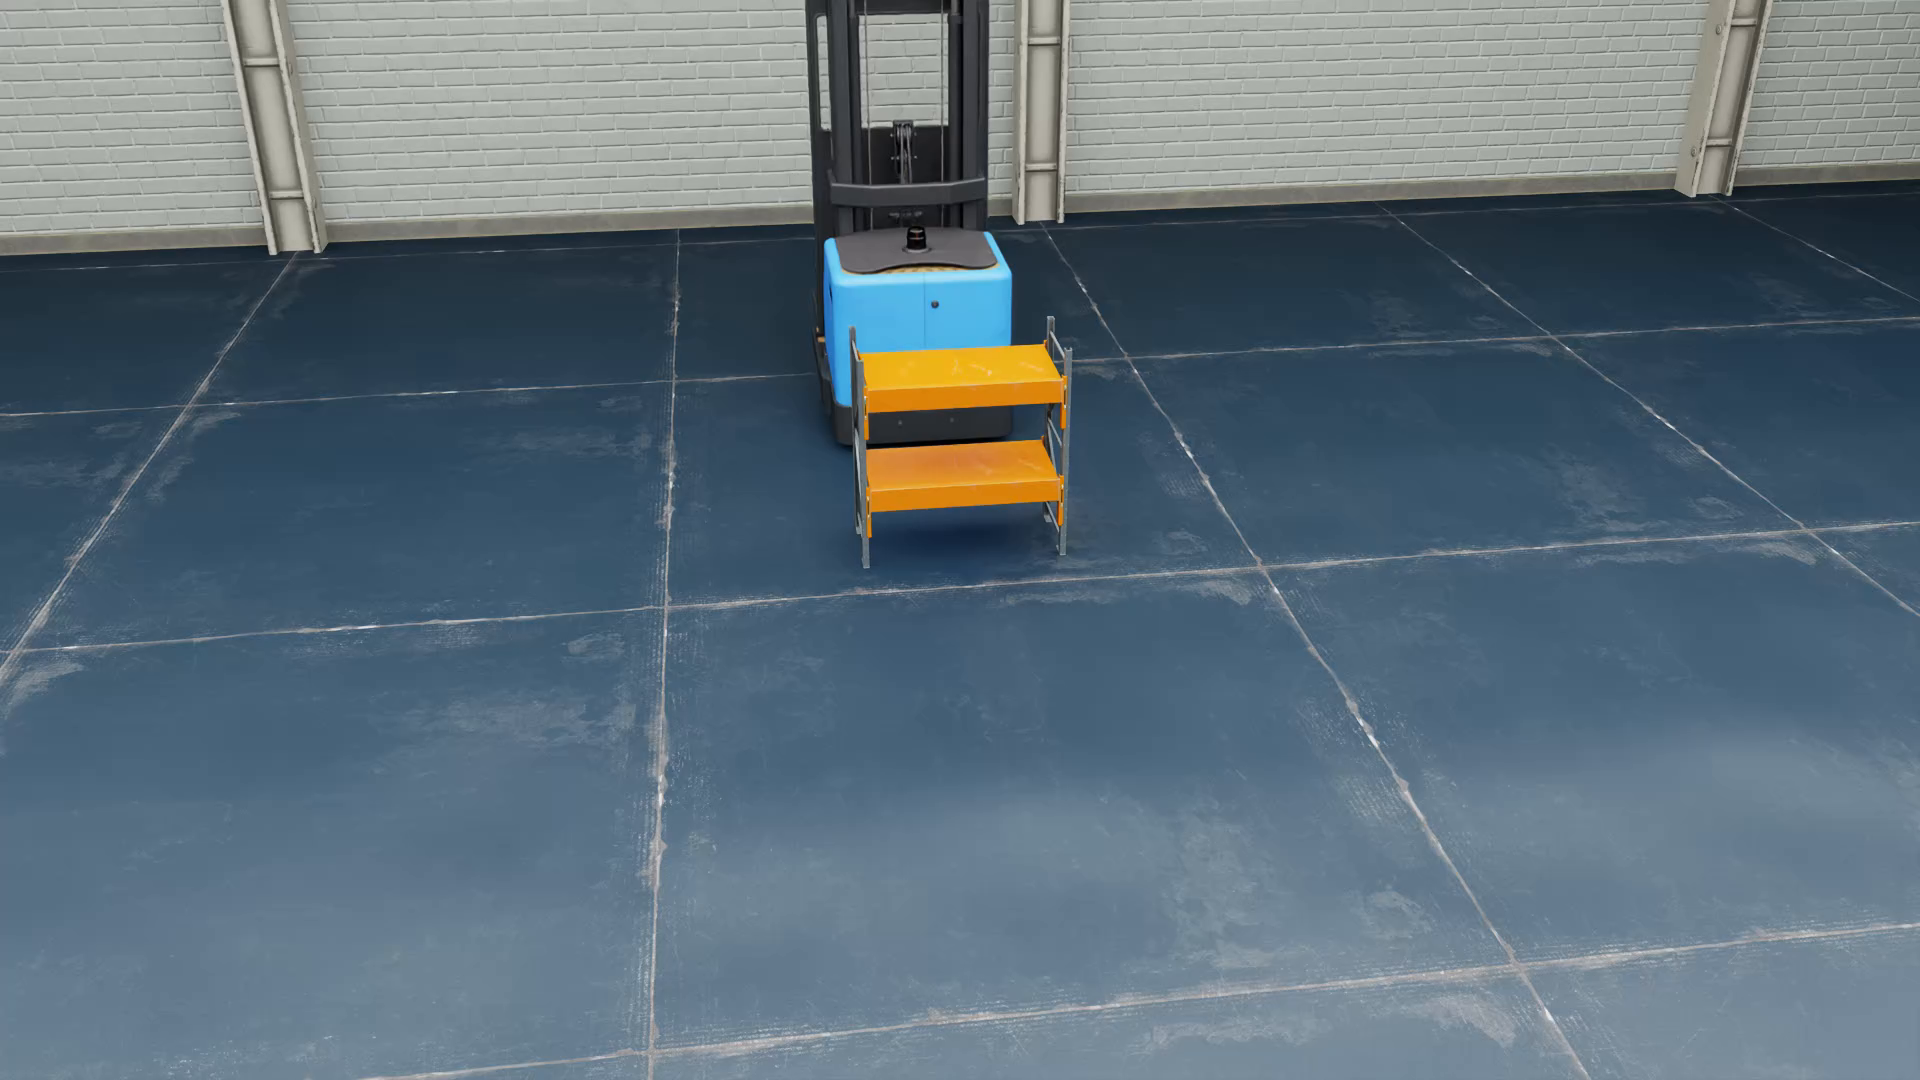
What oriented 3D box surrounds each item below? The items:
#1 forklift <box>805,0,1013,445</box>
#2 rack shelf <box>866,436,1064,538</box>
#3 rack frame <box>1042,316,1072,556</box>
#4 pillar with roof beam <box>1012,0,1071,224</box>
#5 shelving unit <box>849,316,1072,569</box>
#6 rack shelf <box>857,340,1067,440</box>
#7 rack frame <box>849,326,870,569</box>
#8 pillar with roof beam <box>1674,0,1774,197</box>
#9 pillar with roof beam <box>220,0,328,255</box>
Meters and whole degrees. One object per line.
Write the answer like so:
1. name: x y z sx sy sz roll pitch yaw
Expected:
1. forklift: -0.404 -2.502 10.416 1.130 2.935 3.031 -4 27 -7
2. rack shelf: -0.007 -0.282 8.604 1.000 0.278 0.538 -4 27 -7
3. rack frame: 0.497 -0.532 8.555 0.032 1.125 0.500 -4 27 -7
4. pillar with roof beam: 1.256 -4.776 8.200 0.400 9.000 9.100 -4 27 -7
5. shelving unit: -0.007 -0.500 8.492 1.048 1.125 0.538 -4 27 -7
6. rack shelf: -0.007 -0.760 8.359 1.000 0.278 0.538 -4 27 -7
7. rack frame: -0.510 -0.468 8.429 0.032 1.125 0.500 -4 27 -7
8. pillar with roof beam: 7.198 -5.157 8.944 0.400 9.000 9.100 -4 27 -7
9. pillar with roof beam: -4.685 -4.394 7.456 0.400 9.000 9.100 -4 27 -7
